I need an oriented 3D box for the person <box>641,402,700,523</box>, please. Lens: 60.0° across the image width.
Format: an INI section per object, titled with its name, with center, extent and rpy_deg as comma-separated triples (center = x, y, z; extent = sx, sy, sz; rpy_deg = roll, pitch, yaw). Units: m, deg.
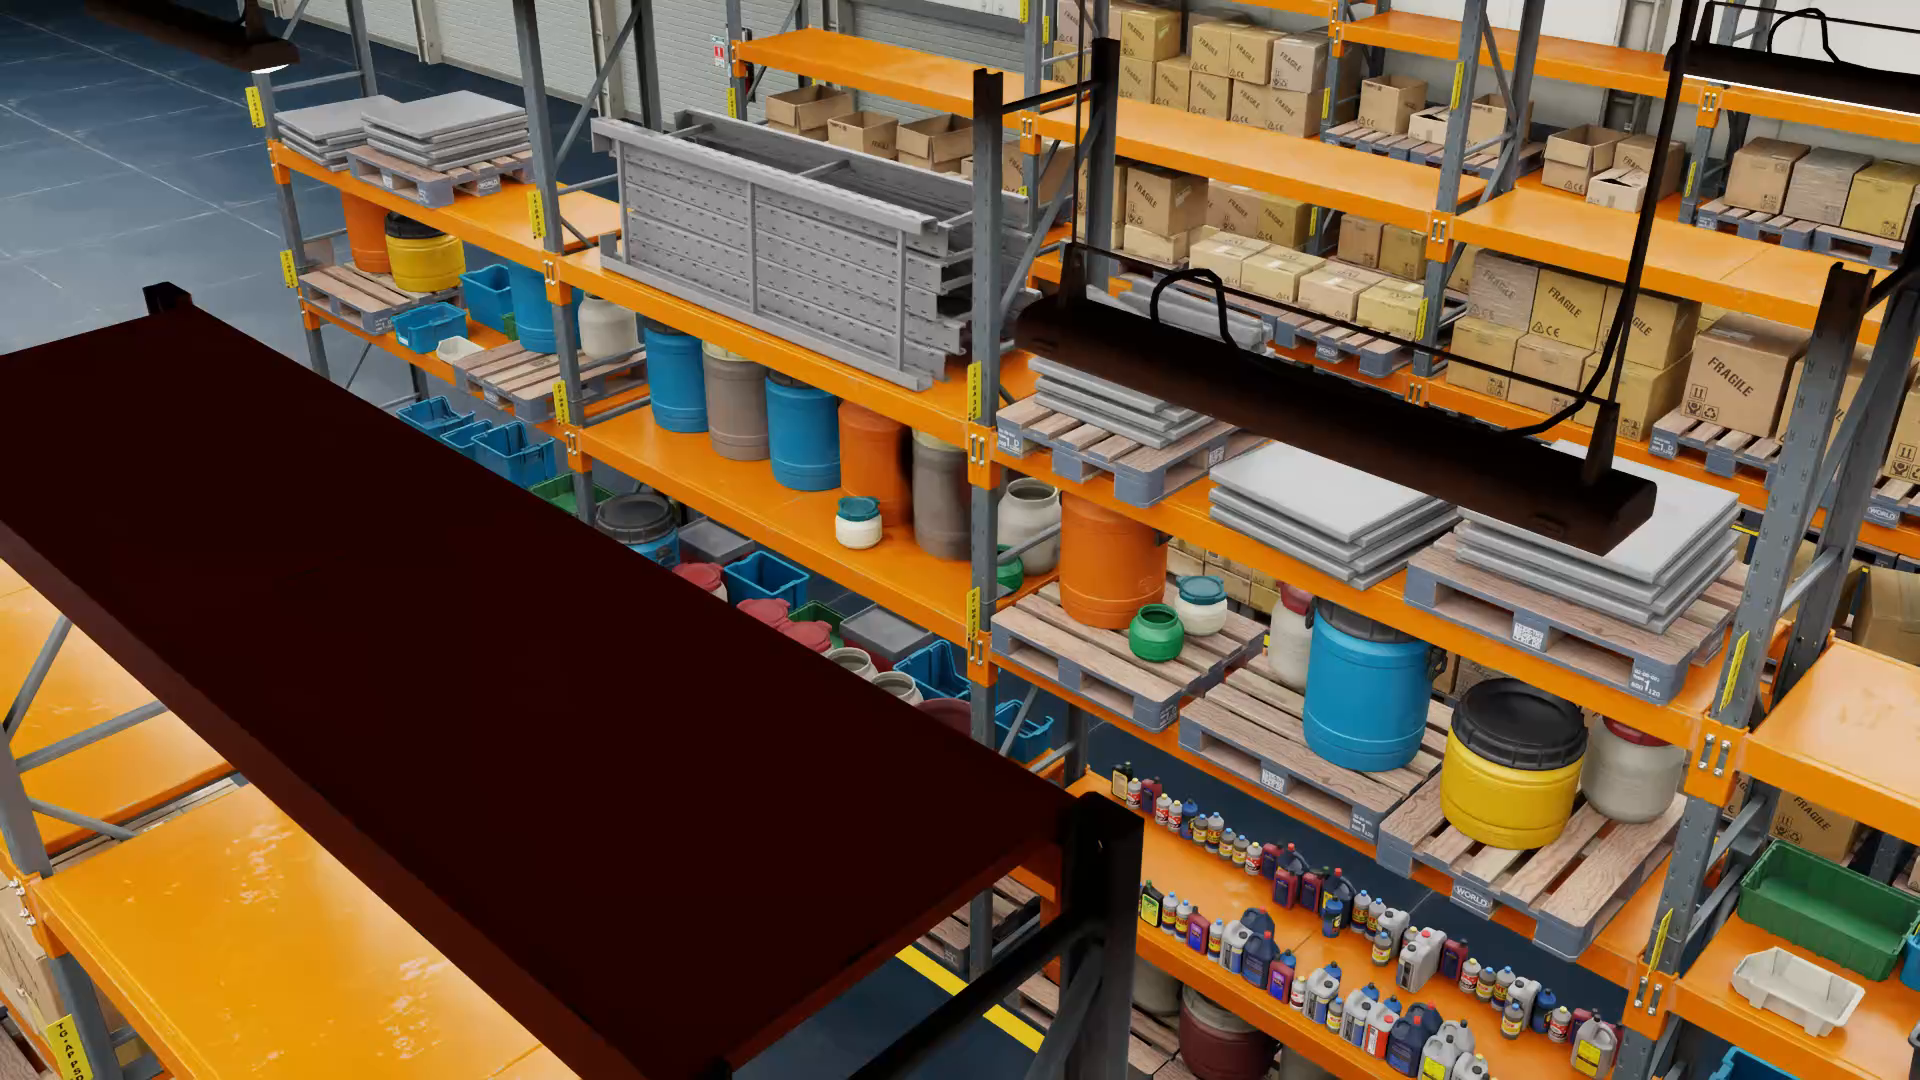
[person]
center = -2.825, -0.989, 16.148
extent = 0.614, 1.791, 0.432
rpy_deg = 25, 38, 37
